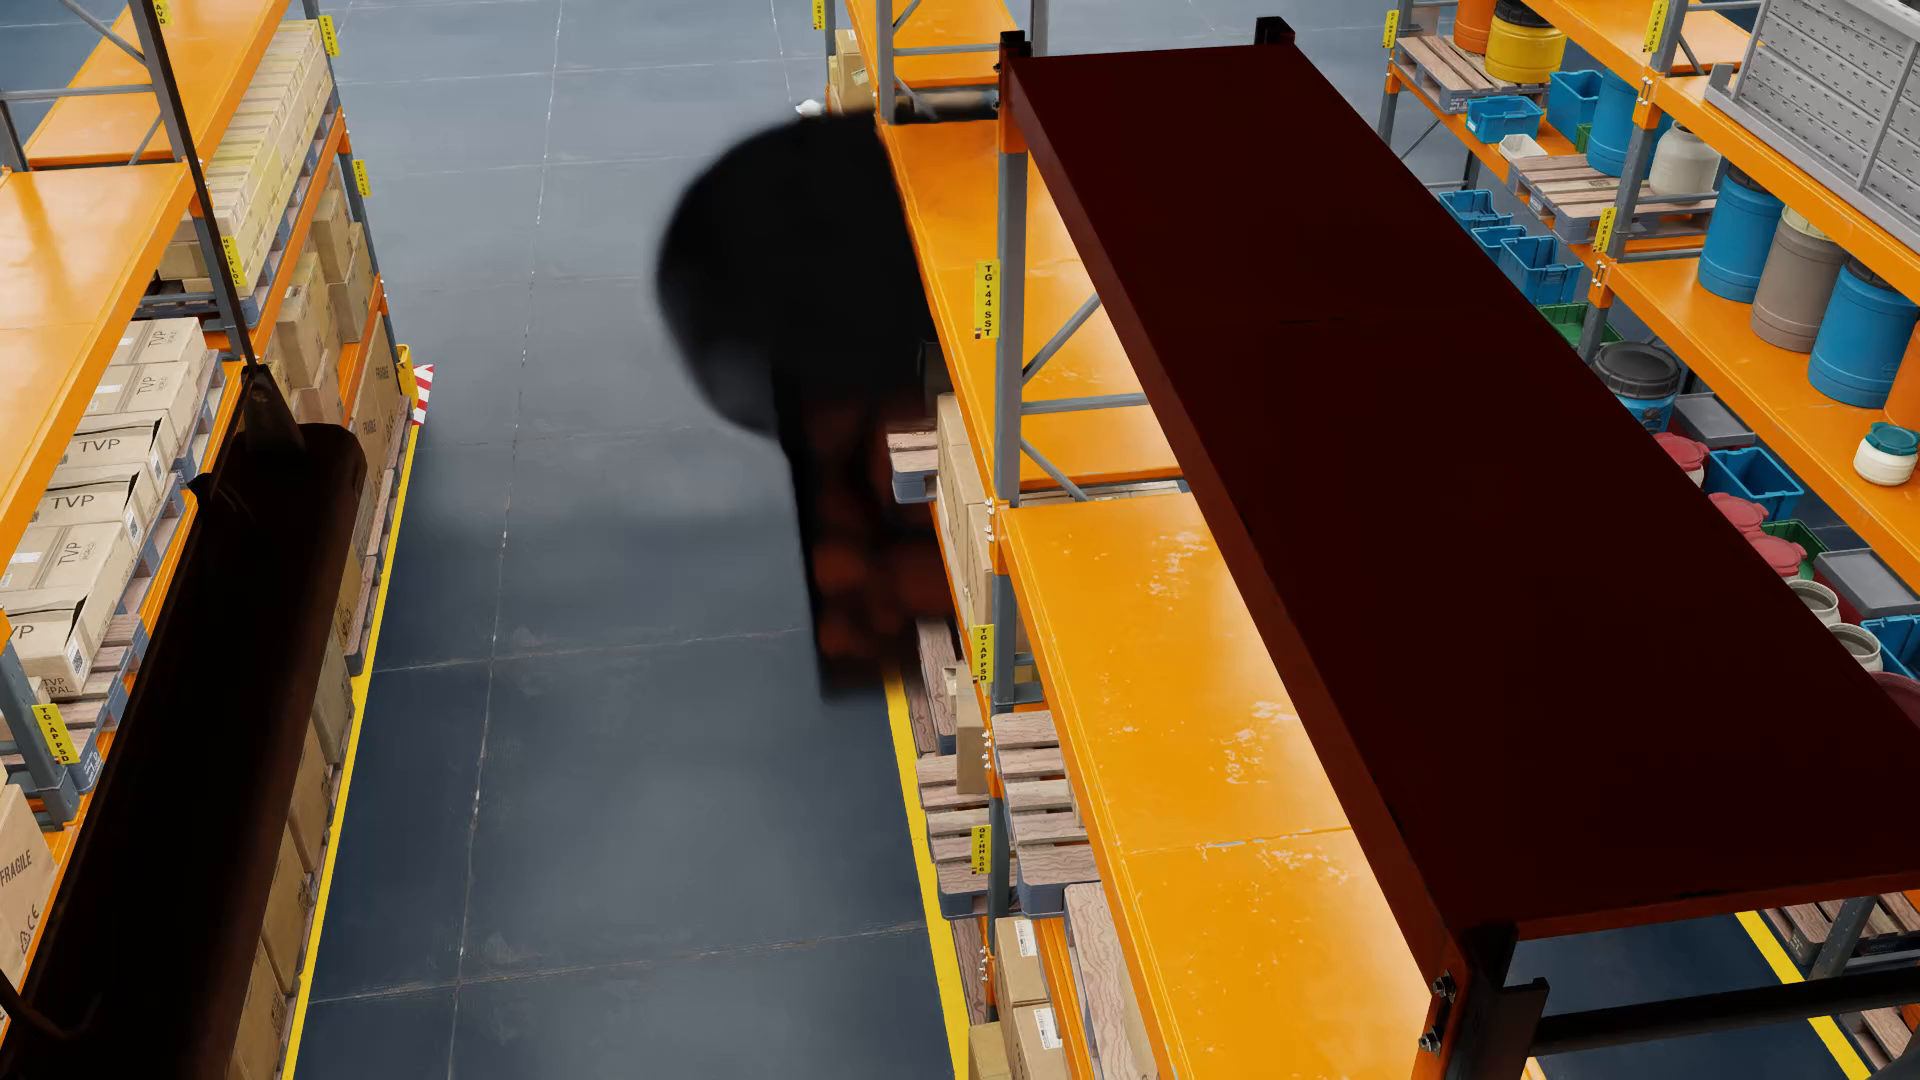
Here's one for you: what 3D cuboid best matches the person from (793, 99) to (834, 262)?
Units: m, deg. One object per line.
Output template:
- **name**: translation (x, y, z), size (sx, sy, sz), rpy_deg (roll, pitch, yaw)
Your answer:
- **person**: translation (-1.308, -3.622, 16.933), size (0.778, 1.732, 0.689), rpy_deg (12, 38, 15)
